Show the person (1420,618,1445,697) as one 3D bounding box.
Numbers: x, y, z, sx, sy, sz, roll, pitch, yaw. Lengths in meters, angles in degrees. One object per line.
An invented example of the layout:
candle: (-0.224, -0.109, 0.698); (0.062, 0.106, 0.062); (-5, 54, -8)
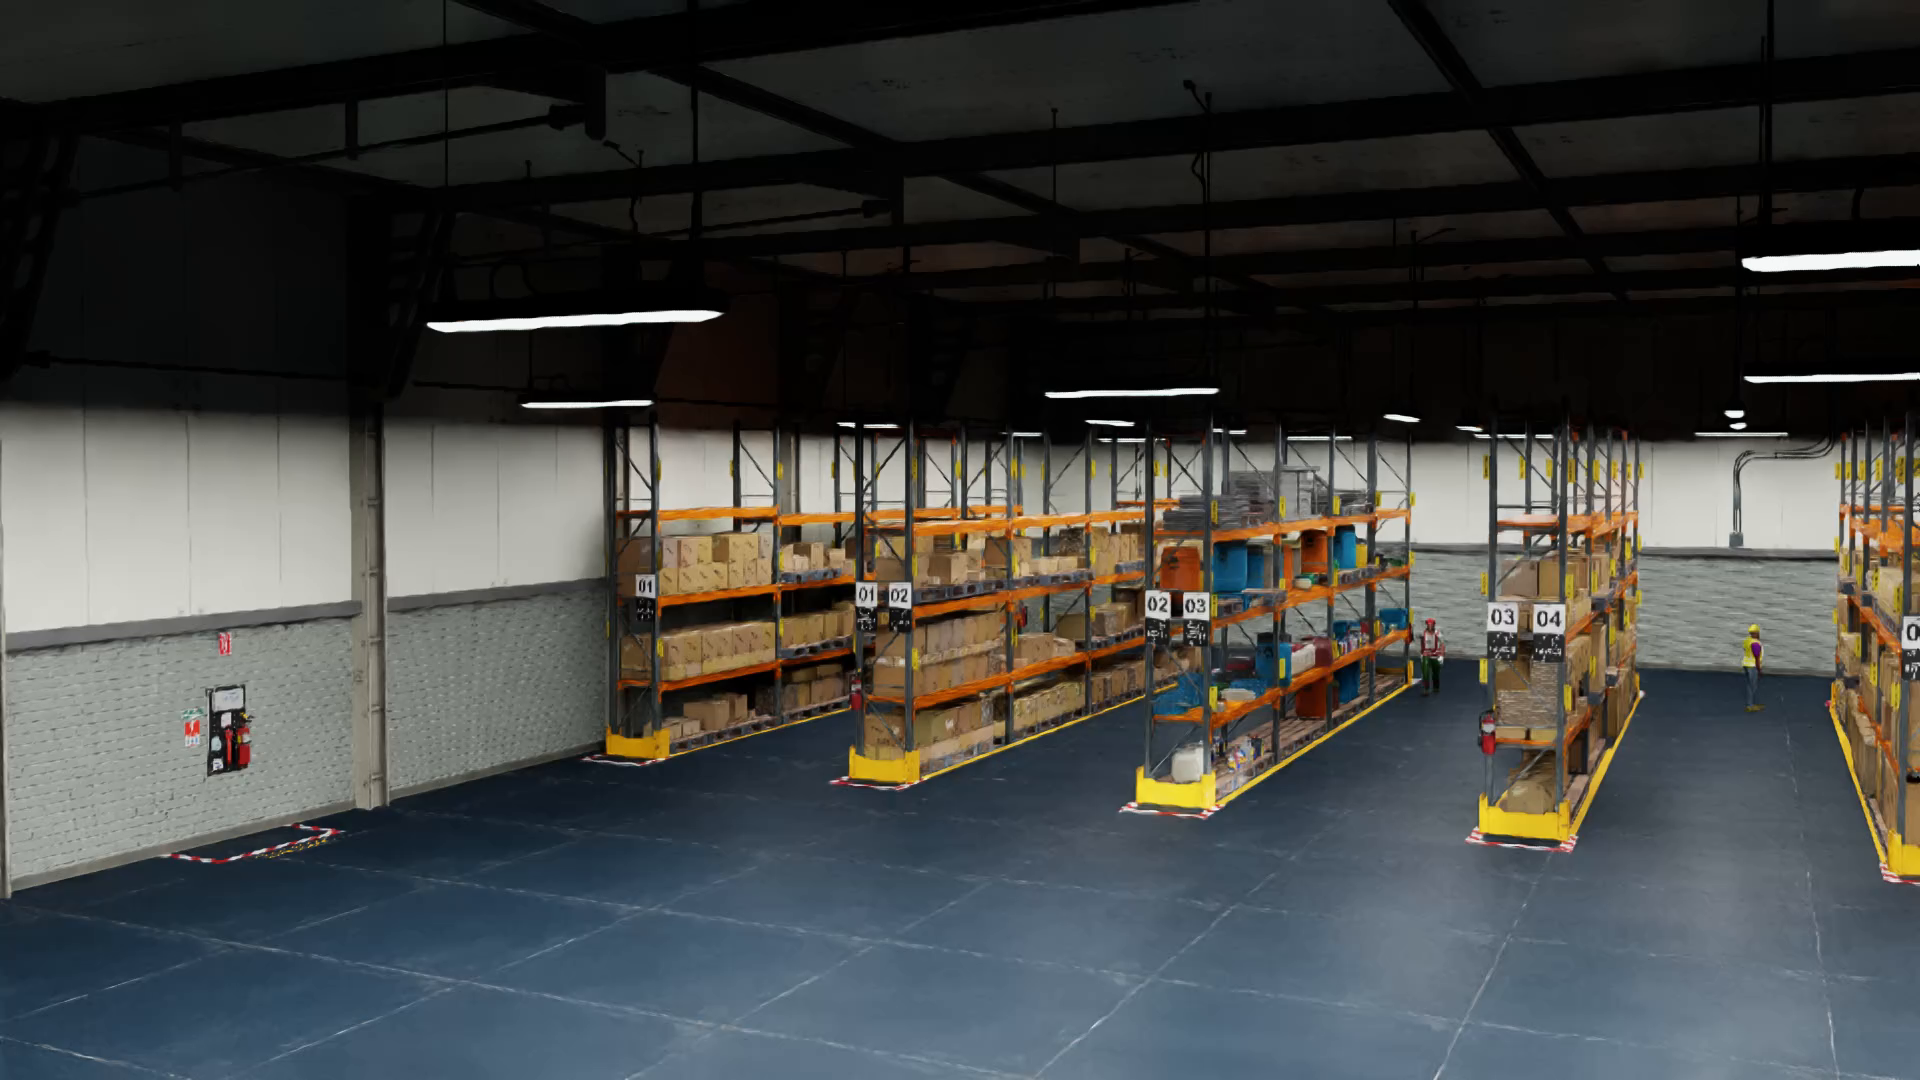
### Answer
person: (10.459, 2.583, 36.868); (0.567, 1.736, 1.044); (1, 3, 24)

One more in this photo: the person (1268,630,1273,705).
person: (6.673, 2.689, 35.408); (0.456, 1.566, 1.070); (1, 3, 28)

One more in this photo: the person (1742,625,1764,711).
person: (16.541, 2.642, 34.591); (0.469, 1.766, 0.642); (0, 2, 5)
